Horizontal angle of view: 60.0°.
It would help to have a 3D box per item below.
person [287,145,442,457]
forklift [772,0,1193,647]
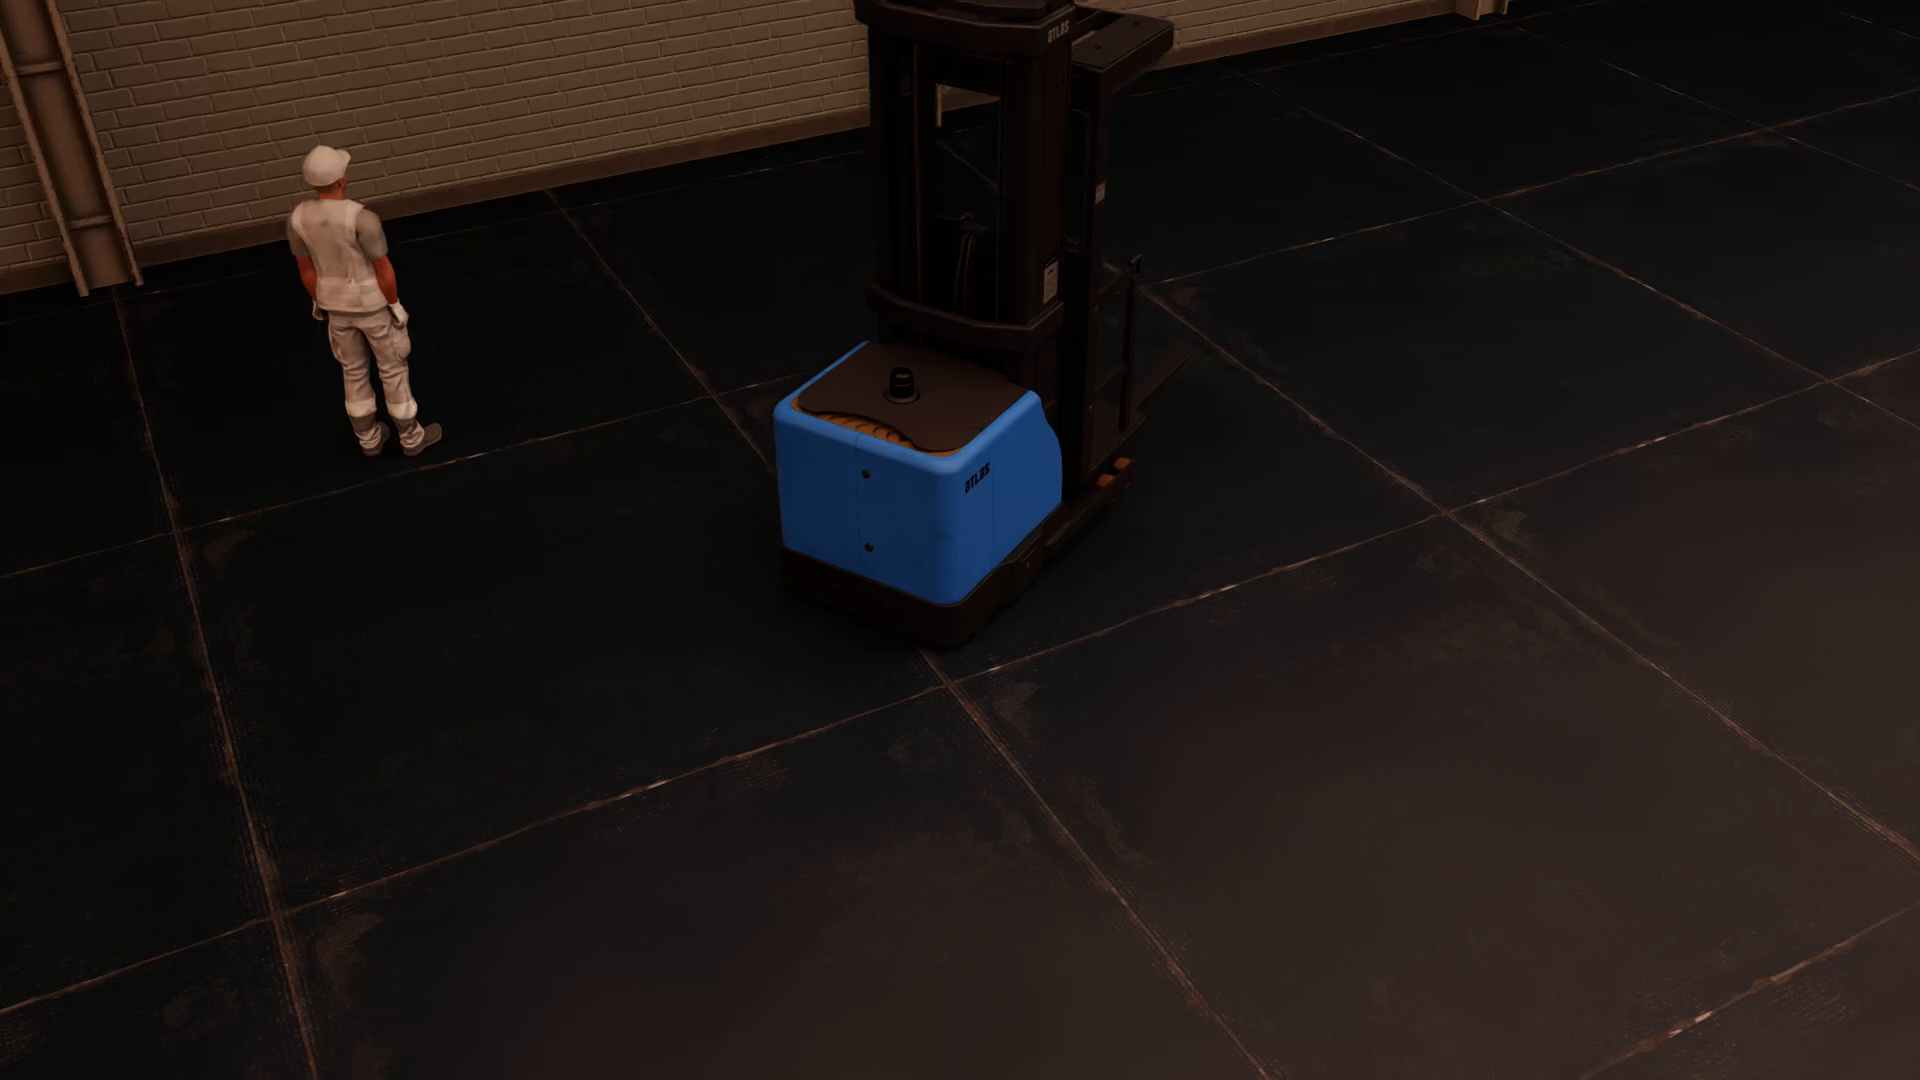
[{"bbox_3d":[-3.212,-1.265,8.902,0.525,1.795,0.367,4,35,5],"label":"person"},{"bbox_3d":[0.313,-1.514,8.264,1.130,2.935,3.031,19,40,25],"label":"forklift"}]
